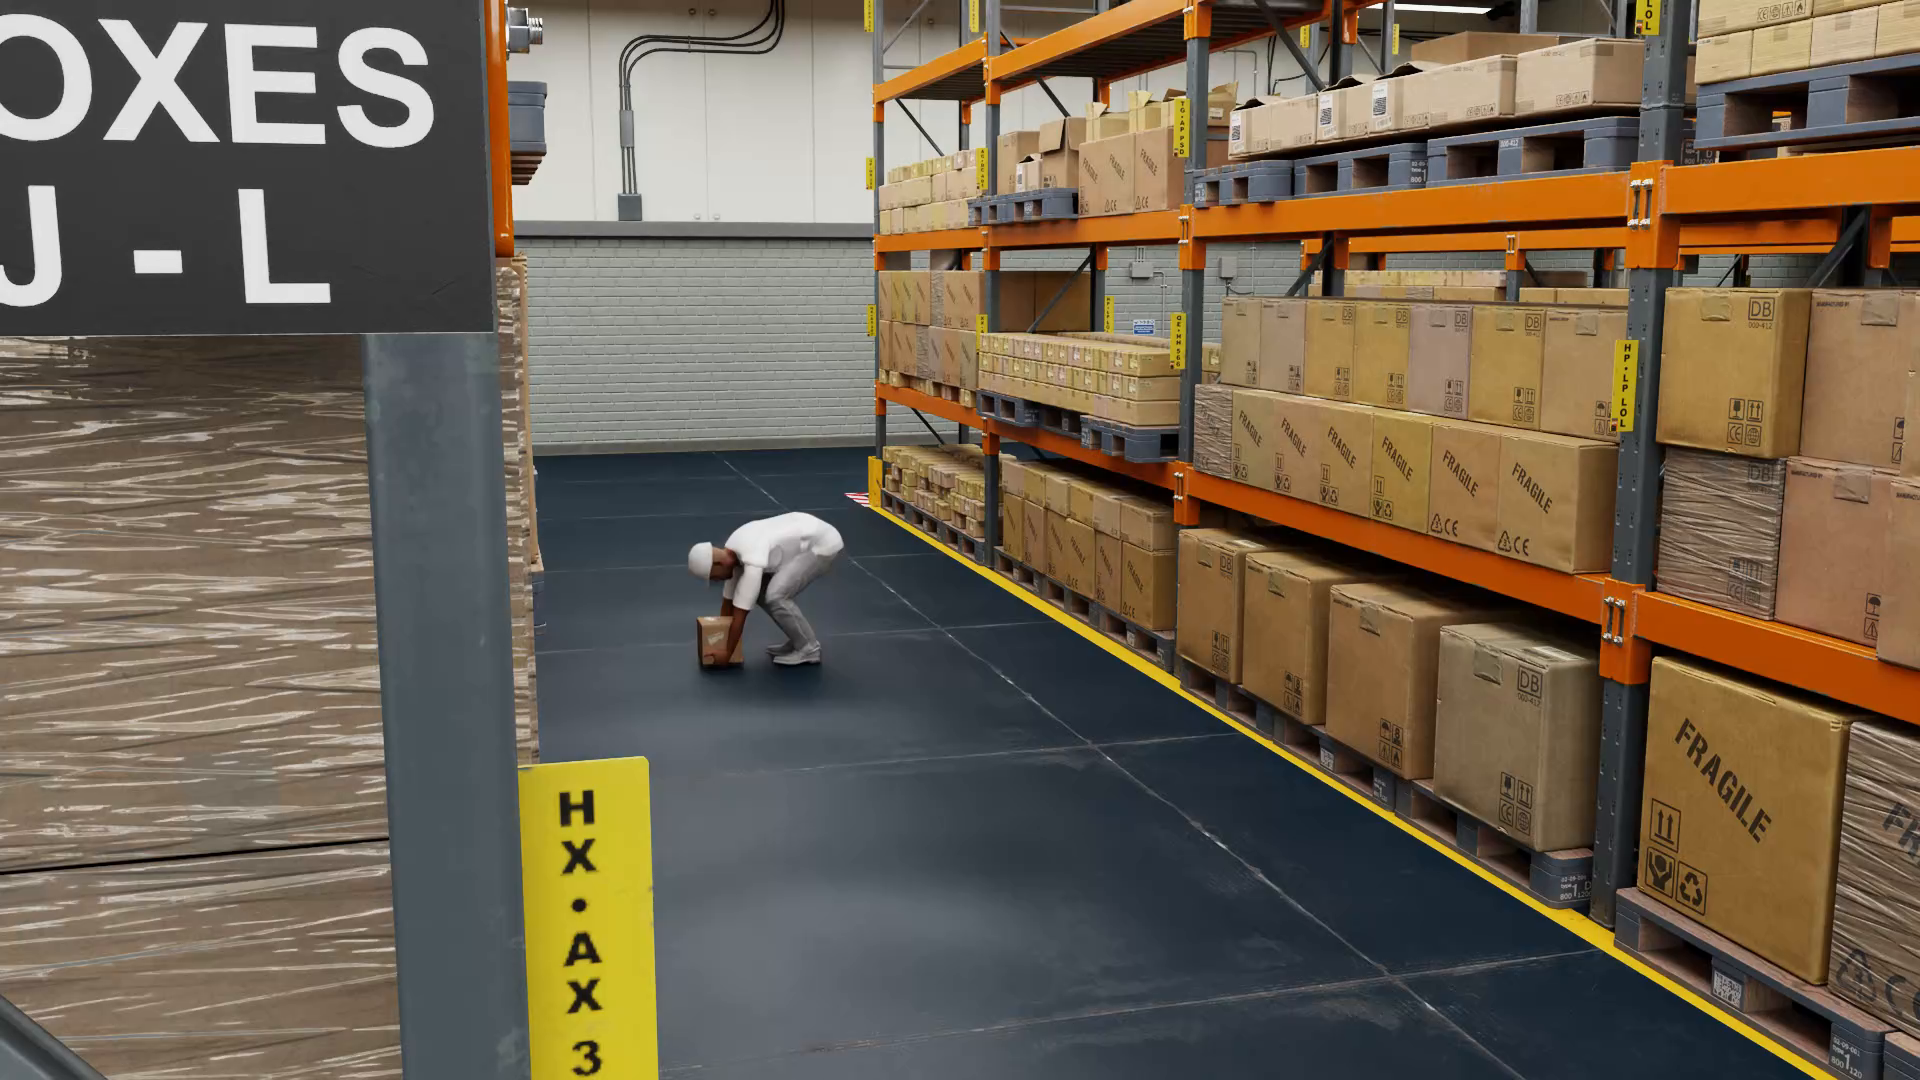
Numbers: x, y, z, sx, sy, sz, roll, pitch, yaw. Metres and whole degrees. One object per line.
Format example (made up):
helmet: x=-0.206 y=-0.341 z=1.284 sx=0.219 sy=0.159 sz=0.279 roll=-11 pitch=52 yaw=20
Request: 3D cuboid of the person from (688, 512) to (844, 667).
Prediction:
person: x=-1.222 y=0.308 z=10.480 sx=0.974 sy=0.938 sz=0.505 roll=-3 pitch=10 yaw=-19
